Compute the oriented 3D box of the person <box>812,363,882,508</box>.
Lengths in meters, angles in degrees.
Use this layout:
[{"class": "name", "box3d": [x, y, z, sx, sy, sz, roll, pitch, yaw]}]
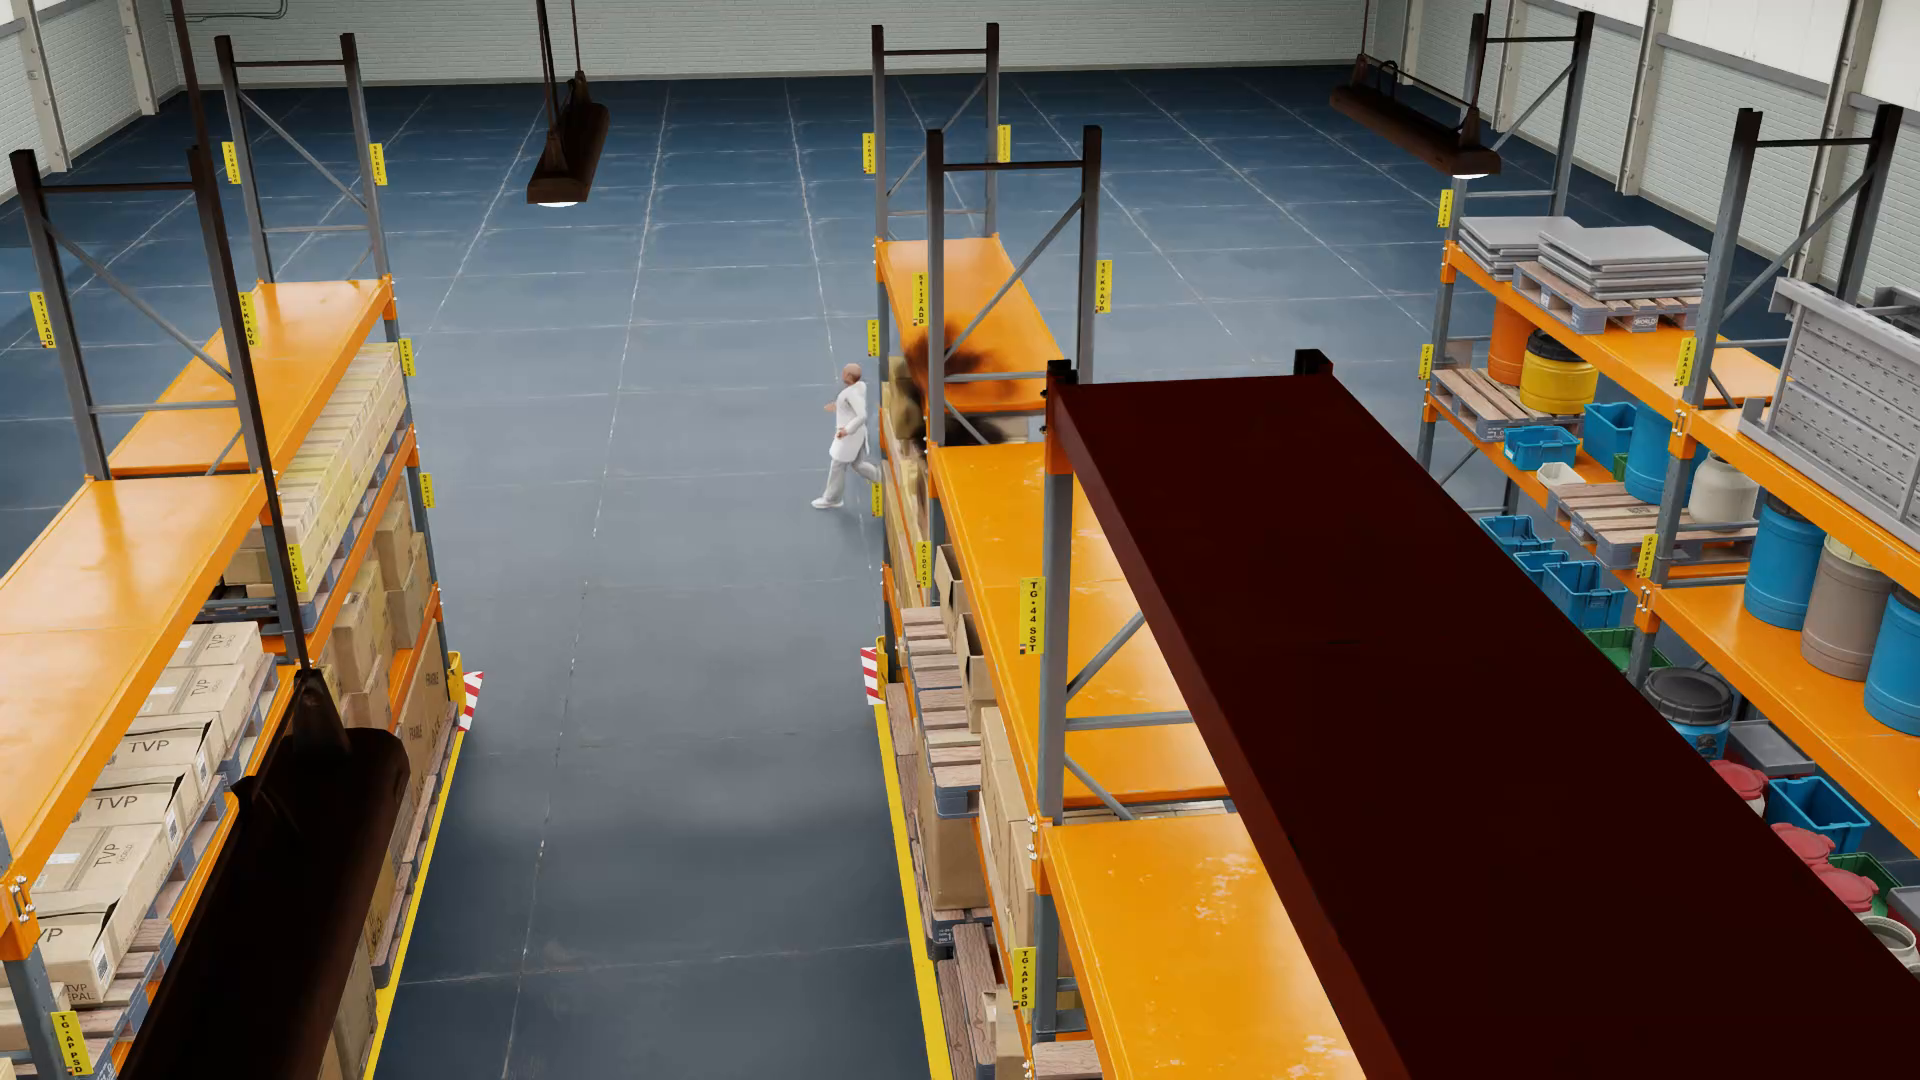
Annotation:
[{"class": "person", "box3d": [-1.207, -1.160, 18.841, 1.040, 1.773, 0.710, 7, 26, 14]}]
